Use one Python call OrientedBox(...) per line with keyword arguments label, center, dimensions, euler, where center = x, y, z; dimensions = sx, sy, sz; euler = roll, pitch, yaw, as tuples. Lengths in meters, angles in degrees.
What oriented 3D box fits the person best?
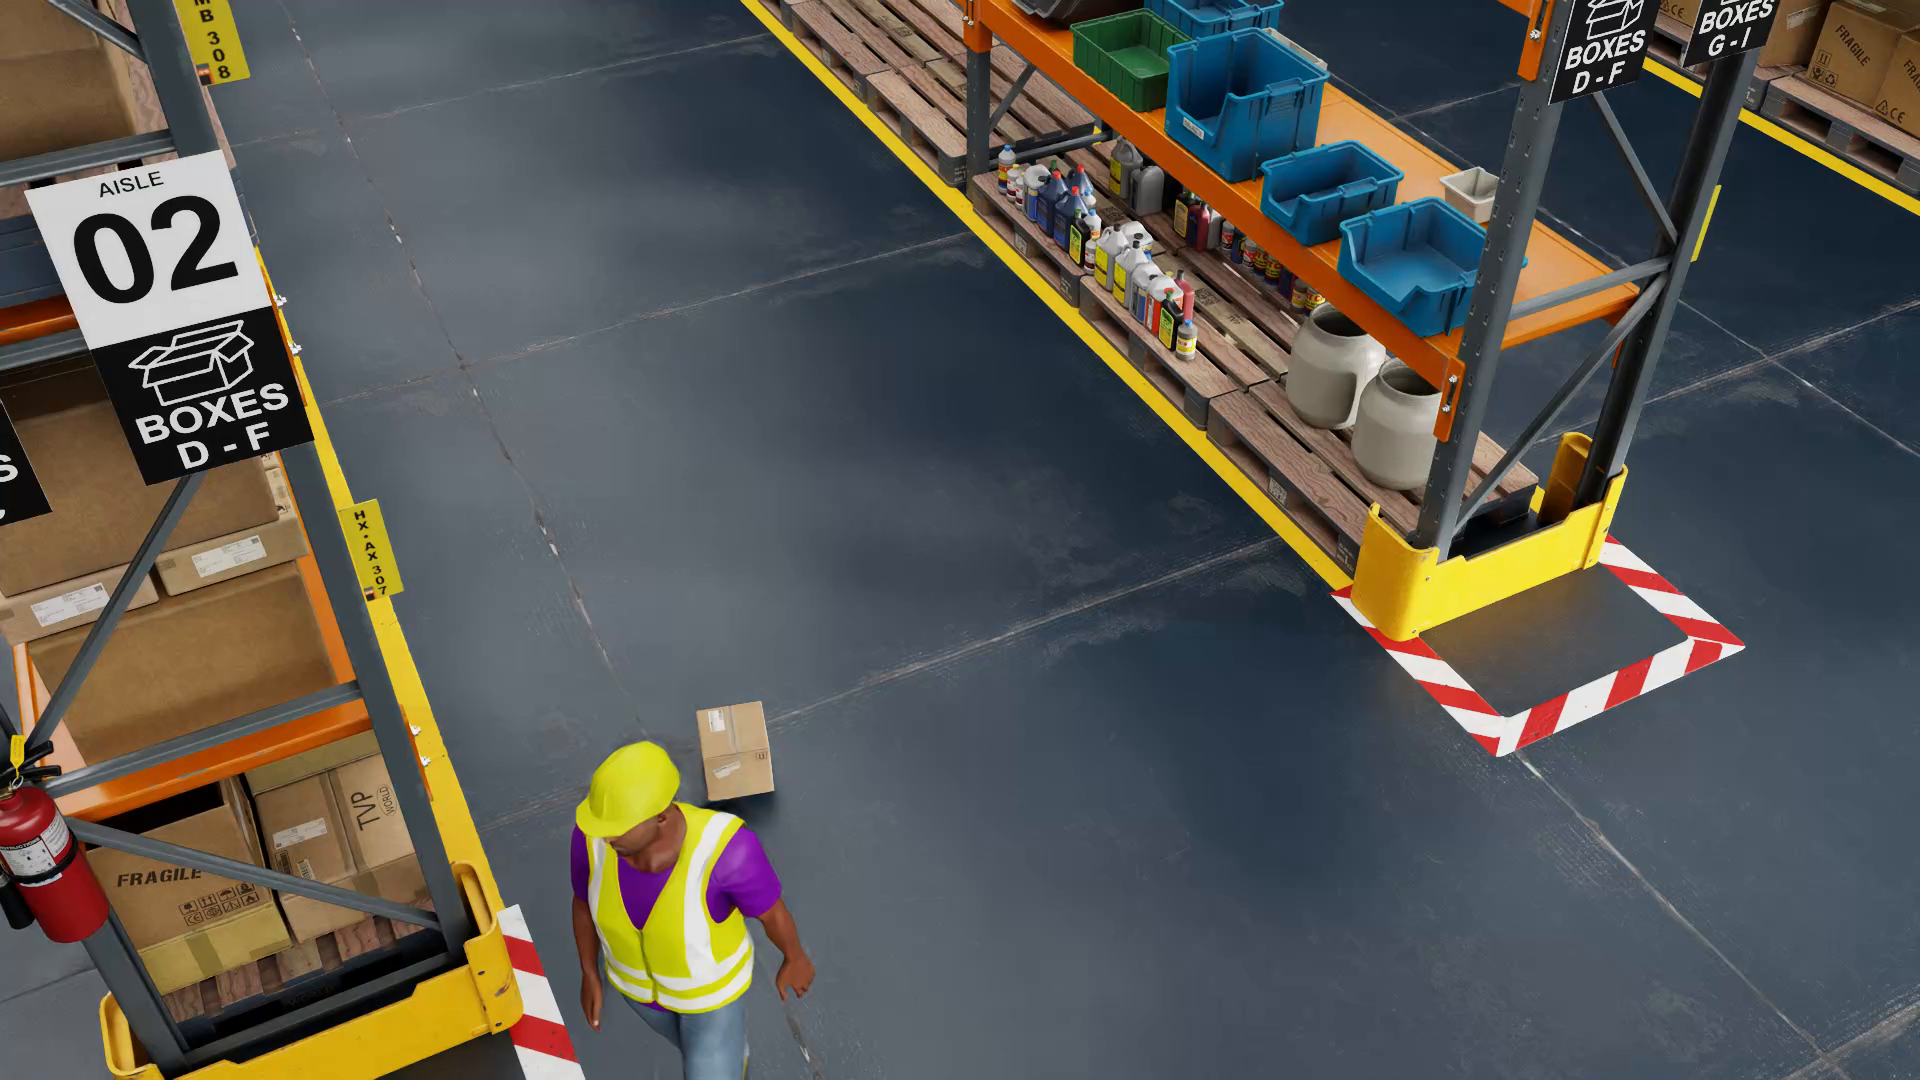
OrientedBox(label="person", center=(-0.806, 1.291, 4.645), dimensions=(0.648, 1.749, 0.807), euler=(12, 42, 13))
